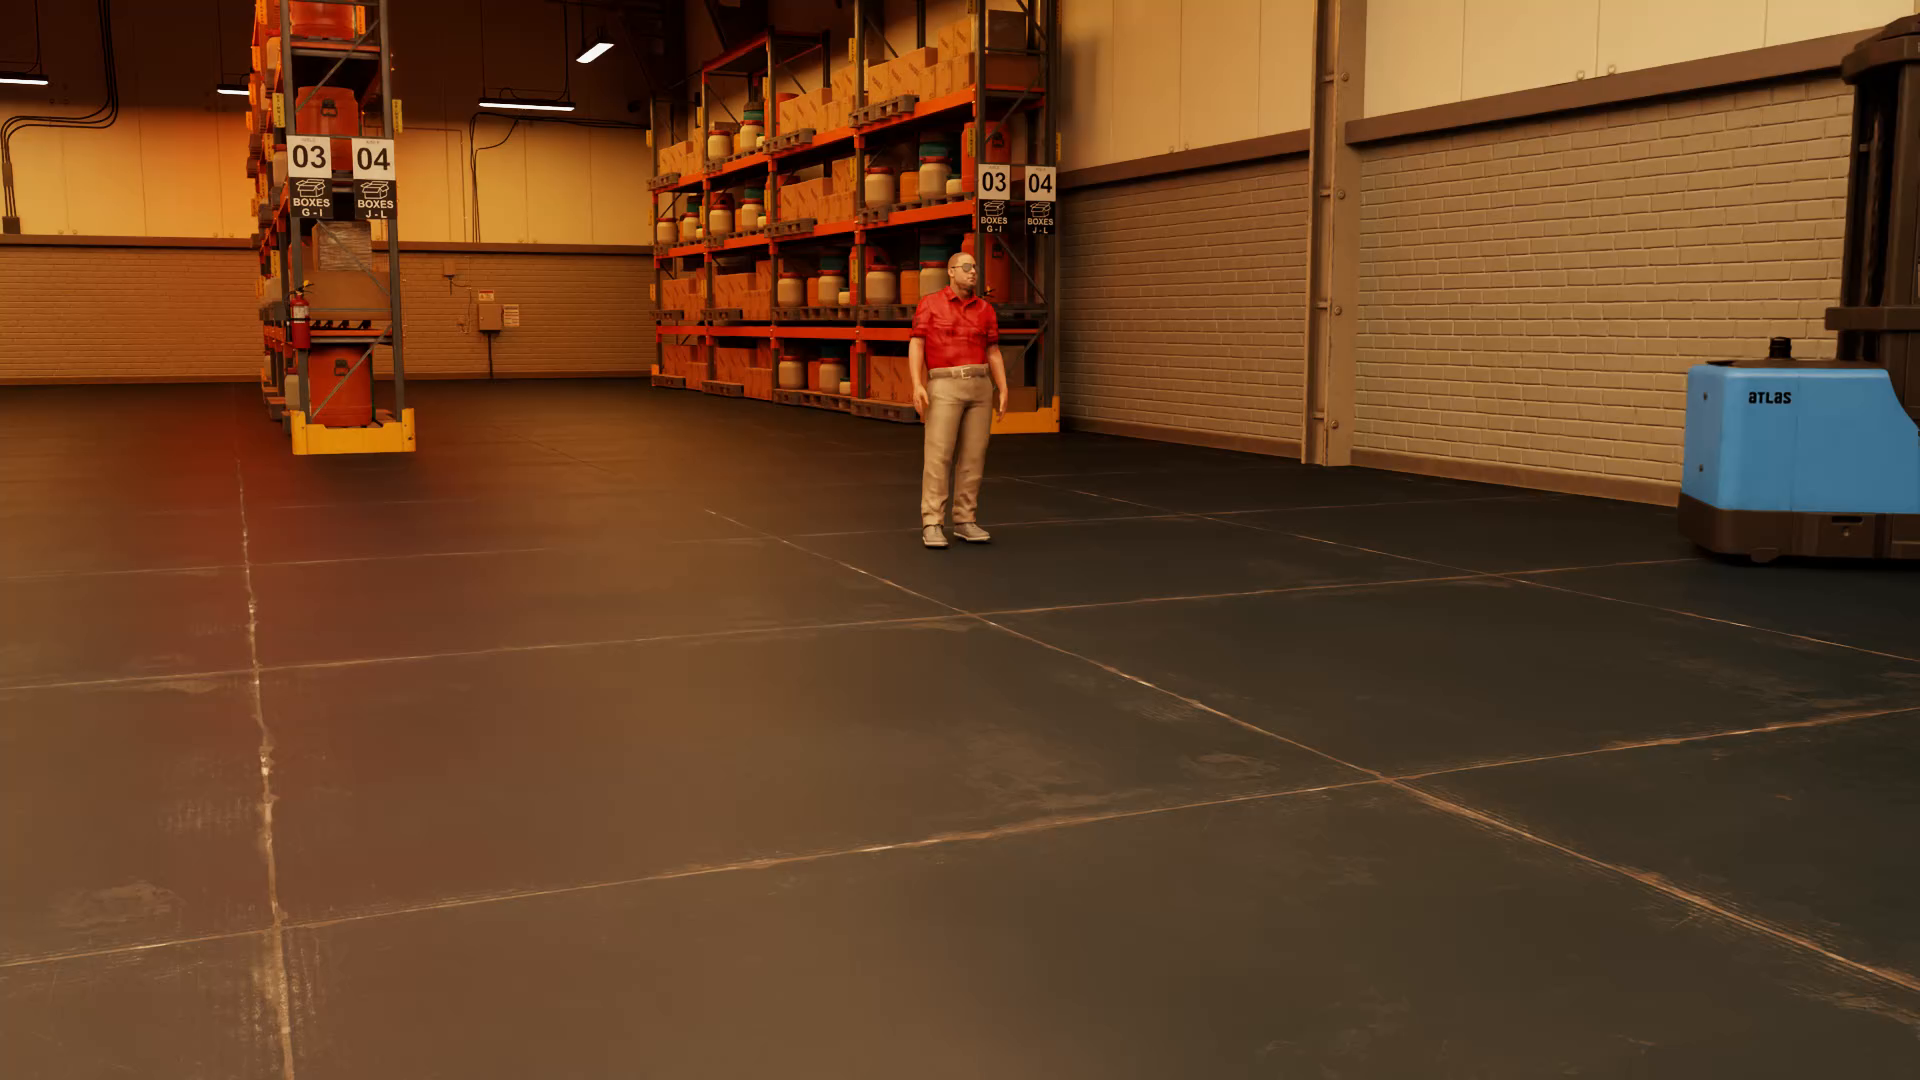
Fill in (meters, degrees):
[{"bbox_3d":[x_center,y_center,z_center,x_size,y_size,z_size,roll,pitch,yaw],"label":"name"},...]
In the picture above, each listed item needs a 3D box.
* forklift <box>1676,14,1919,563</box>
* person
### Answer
[{"bbox_3d":[5.689,-1.334,9.060,3.031,2.935,1.130,2,8,11],"label":"forklift"},{"bbox_3d":[0.024,-0.853,9.954,0.640,1.727,0.551,-3,8,-23],"label":"person"}]
